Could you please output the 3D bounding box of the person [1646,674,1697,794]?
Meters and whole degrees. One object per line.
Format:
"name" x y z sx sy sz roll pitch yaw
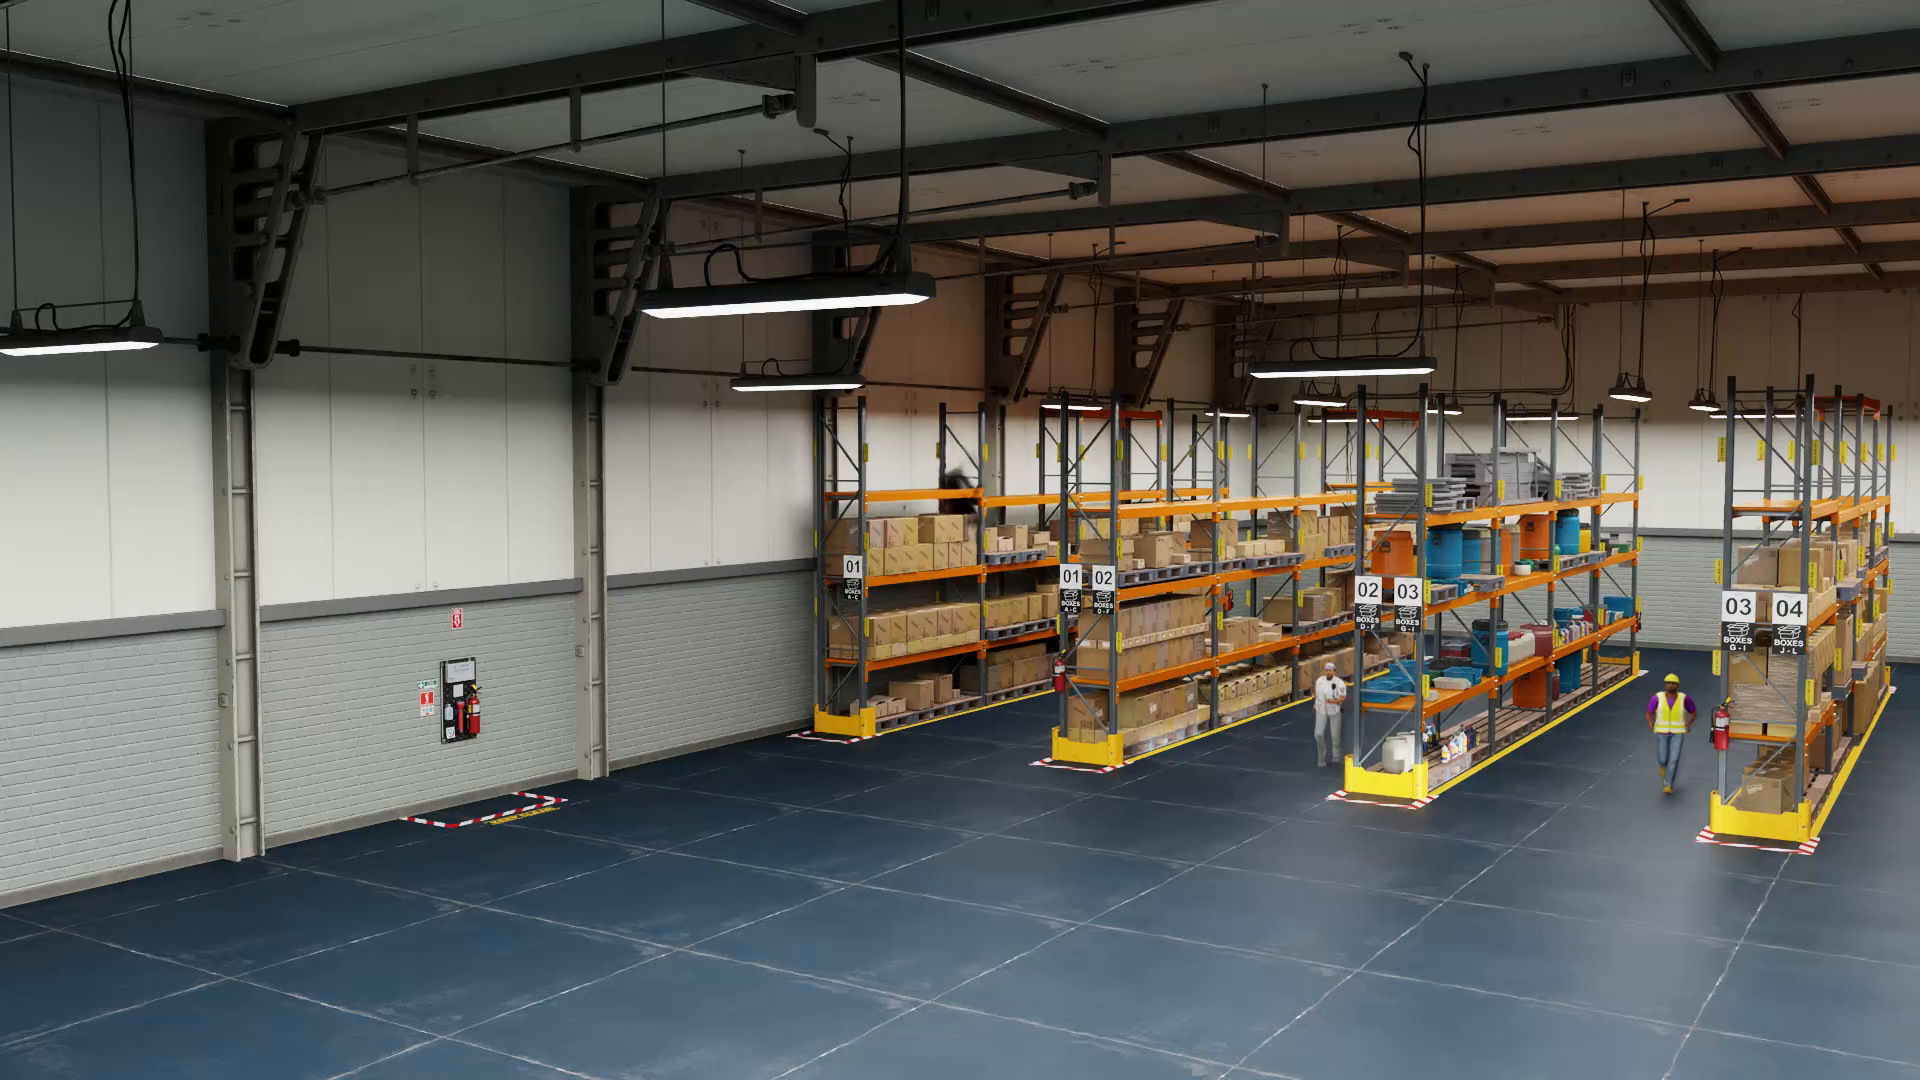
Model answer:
"person" 10.501 2.849 24.575 0.685 1.738 0.801 1 3 24

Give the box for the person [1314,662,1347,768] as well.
"person" 5.882 2.791 26.490 0.570 1.705 0.796 1 3 25
